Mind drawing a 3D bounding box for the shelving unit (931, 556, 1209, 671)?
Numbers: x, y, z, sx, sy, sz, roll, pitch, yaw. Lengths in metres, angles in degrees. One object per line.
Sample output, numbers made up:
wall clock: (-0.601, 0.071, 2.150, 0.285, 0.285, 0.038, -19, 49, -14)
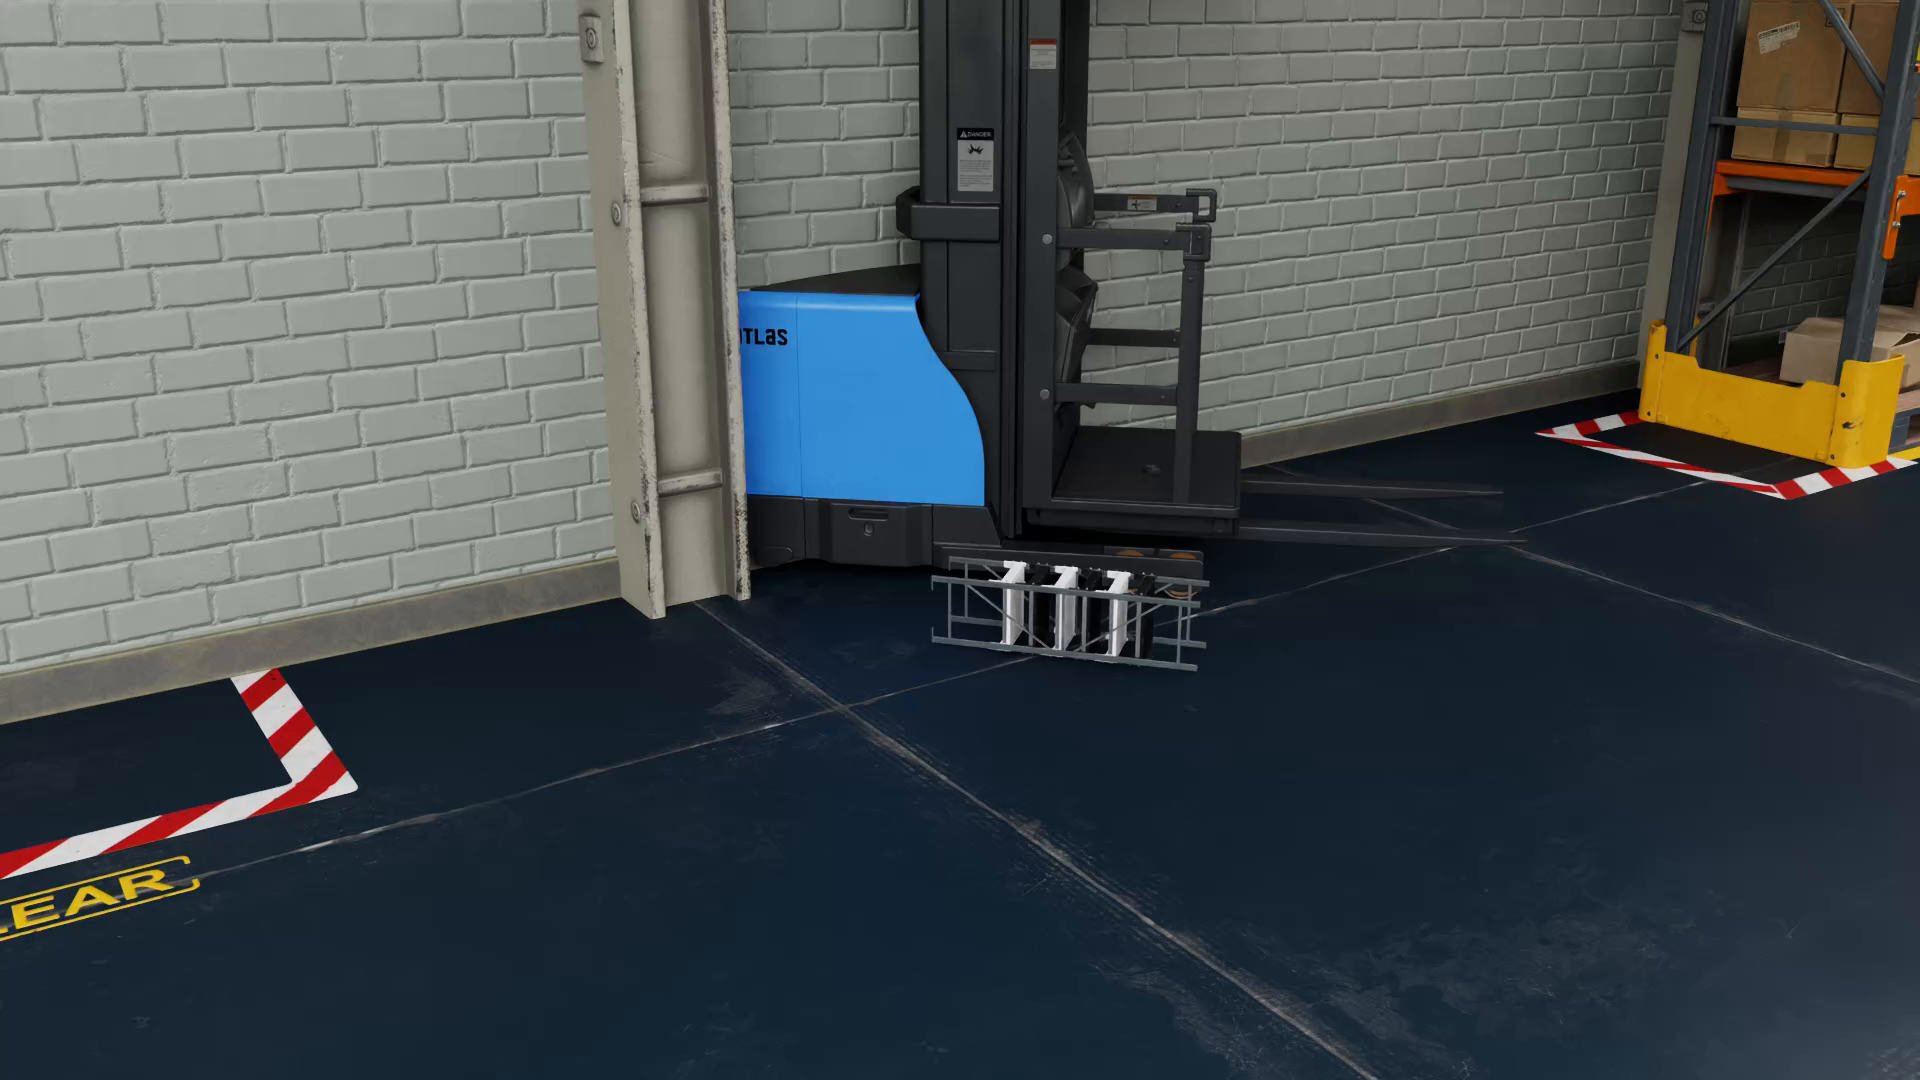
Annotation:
shelving unit: (0.366, 0.241, 5.573, 0.900, 0.258, 0.210, 5, 19, 15)

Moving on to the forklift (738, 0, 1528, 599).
forklift: (0.620, -1.356, 6.178, 3.031, 2.935, 1.130, 3, 19, 9)

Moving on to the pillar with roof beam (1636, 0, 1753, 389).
pillar with roof beam: (6.364, -3.962, 4.414, 0.400, 9.000, 9.100, -12, 22, -31)

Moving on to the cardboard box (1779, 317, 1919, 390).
cardboard box: (4.515, -0.950, 8.382, 0.500, 0.311, 0.500, -15, 24, -37)

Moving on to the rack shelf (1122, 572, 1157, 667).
rack shelf: (0.593, 0.262, 5.511, 0.077, 0.258, 0.200, 5, 19, 15)

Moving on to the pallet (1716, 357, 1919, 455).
pallet: (4.649, -0.743, 8.614, 1.213, 0.211, 1.003, -12, 22, -31)

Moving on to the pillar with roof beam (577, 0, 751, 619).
pillar with roof beam: (1.353, -2.905, 1.288, 0.400, 9.000, 9.100, -12, 22, -31)

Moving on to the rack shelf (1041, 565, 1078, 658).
rack shelf: (0.334, 0.238, 5.582, 0.077, 0.258, 0.200, 5, 19, 15)

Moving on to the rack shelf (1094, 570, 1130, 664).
rack shelf: (0.507, 0.254, 5.534, 0.077, 0.258, 0.200, 5, 19, 15)

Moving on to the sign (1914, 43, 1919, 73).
sign: (4.186, -2.182, 7.164, 0.005, 0.325, 0.100, -12, 22, -31)

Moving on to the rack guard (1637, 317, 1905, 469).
rack guard: (3.951, -0.746, 8.172, 0.348, 0.500, 1.175, -12, 22, -31)

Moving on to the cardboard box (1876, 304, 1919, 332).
cardboard box: (4.991, -1.050, 8.679, 0.500, 0.311, 0.500, -10, 21, -27)

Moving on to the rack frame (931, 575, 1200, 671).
rack frame: (0.337, 0.272, 5.481, 0.900, 0.240, 0.006, 5, 19, 15)

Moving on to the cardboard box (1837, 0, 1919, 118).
cardboard box: (4.451, -2.215, 7.644, 0.500, 0.500, 0.500, -12, 22, -31)

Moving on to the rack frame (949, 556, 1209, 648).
rack frame: (0.394, 0.209, 5.666, 0.900, 0.240, 0.006, 5, 19, 15)

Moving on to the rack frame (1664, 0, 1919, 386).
rack frame: (3.887, -1.917, 7.732, 0.127, 3.000, 1.000, -12, 22, -31)

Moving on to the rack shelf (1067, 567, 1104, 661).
rack shelf: (0.420, 0.246, 5.558, 0.077, 0.258, 0.200, 5, 19, 15)

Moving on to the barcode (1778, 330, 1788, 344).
barcode: (4.310, -1.064, 8.706, 0.075, 0.075, 0.001, -12, 22, -31)

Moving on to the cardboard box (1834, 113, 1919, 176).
cardboard box: (4.469, -1.857, 7.756, 0.500, 0.250, 0.500, -13, 22, -33)

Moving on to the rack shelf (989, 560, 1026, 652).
rack shelf: (0.161, 0.222, 5.630, 0.077, 0.258, 0.200, 5, 19, 15)

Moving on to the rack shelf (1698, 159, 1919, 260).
rack shelf: (5.558, -1.929, 8.889, 4.000, 0.370, 1.077, -12, 22, -31)

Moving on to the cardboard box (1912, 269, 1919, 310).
cardboard box: (5.631, -1.255, 8.991, 0.500, 0.500, 0.700, -14, 23, -35)

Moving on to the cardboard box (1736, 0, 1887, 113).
cardboard box: (4.164, -2.351, 8.047, 0.500, 0.500, 0.500, -12, 22, -32)

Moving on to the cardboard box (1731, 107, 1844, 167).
cardboard box: (4.171, -1.990, 8.150, 0.500, 0.250, 0.500, -12, 22, -31)

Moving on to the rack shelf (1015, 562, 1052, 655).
rack shelf: (0.247, 0.230, 5.606, 0.077, 0.258, 0.200, 5, 19, 15)
